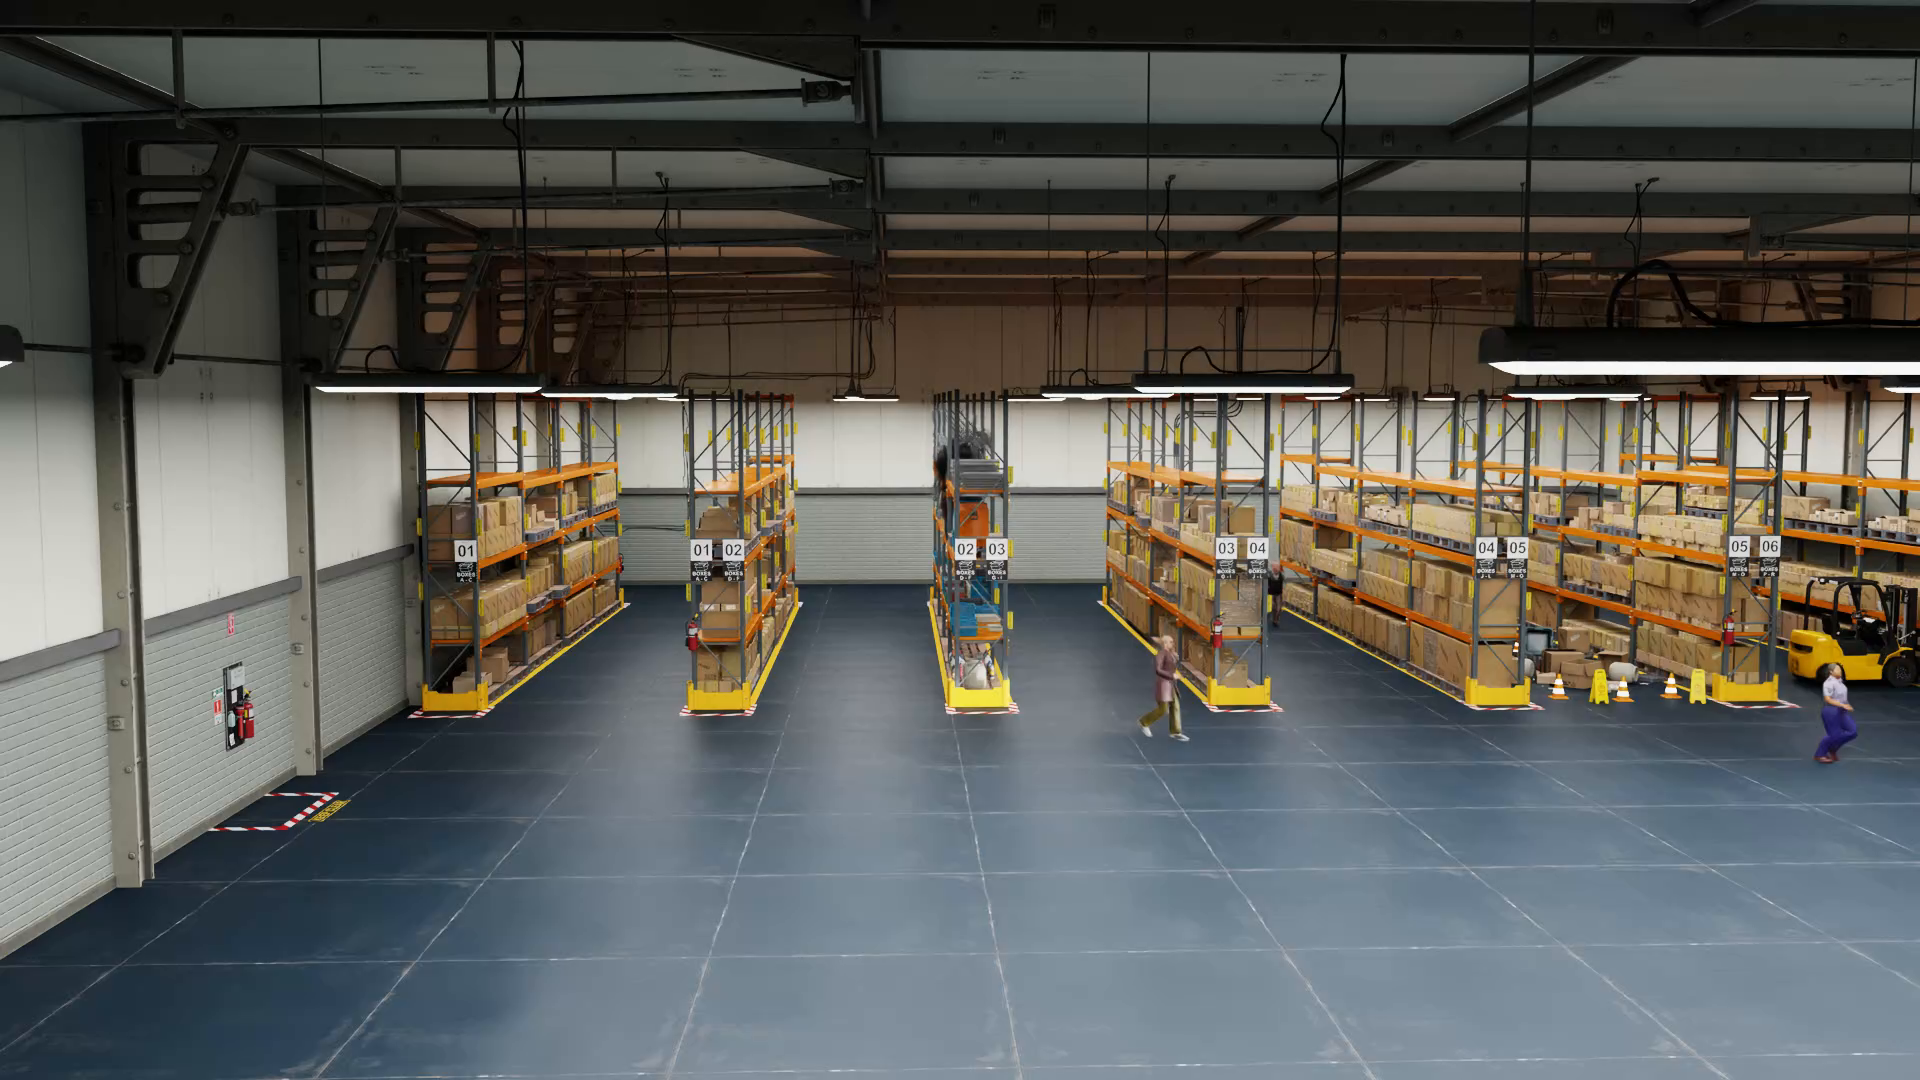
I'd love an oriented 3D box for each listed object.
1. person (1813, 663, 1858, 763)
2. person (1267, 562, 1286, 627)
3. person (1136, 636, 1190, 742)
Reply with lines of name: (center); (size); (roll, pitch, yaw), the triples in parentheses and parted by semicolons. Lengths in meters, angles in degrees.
person: (13.973, 2.844, 26.514); (0.618, 1.424, 0.573); (-4, 6, -42)
person: (8.105, 1.389, 42.998); (0.627, 1.675, 0.637); (0, 5, -5)
person: (3.480, 2.520, 28.384); (0.935, 1.798, 0.732); (2, 5, 26)
